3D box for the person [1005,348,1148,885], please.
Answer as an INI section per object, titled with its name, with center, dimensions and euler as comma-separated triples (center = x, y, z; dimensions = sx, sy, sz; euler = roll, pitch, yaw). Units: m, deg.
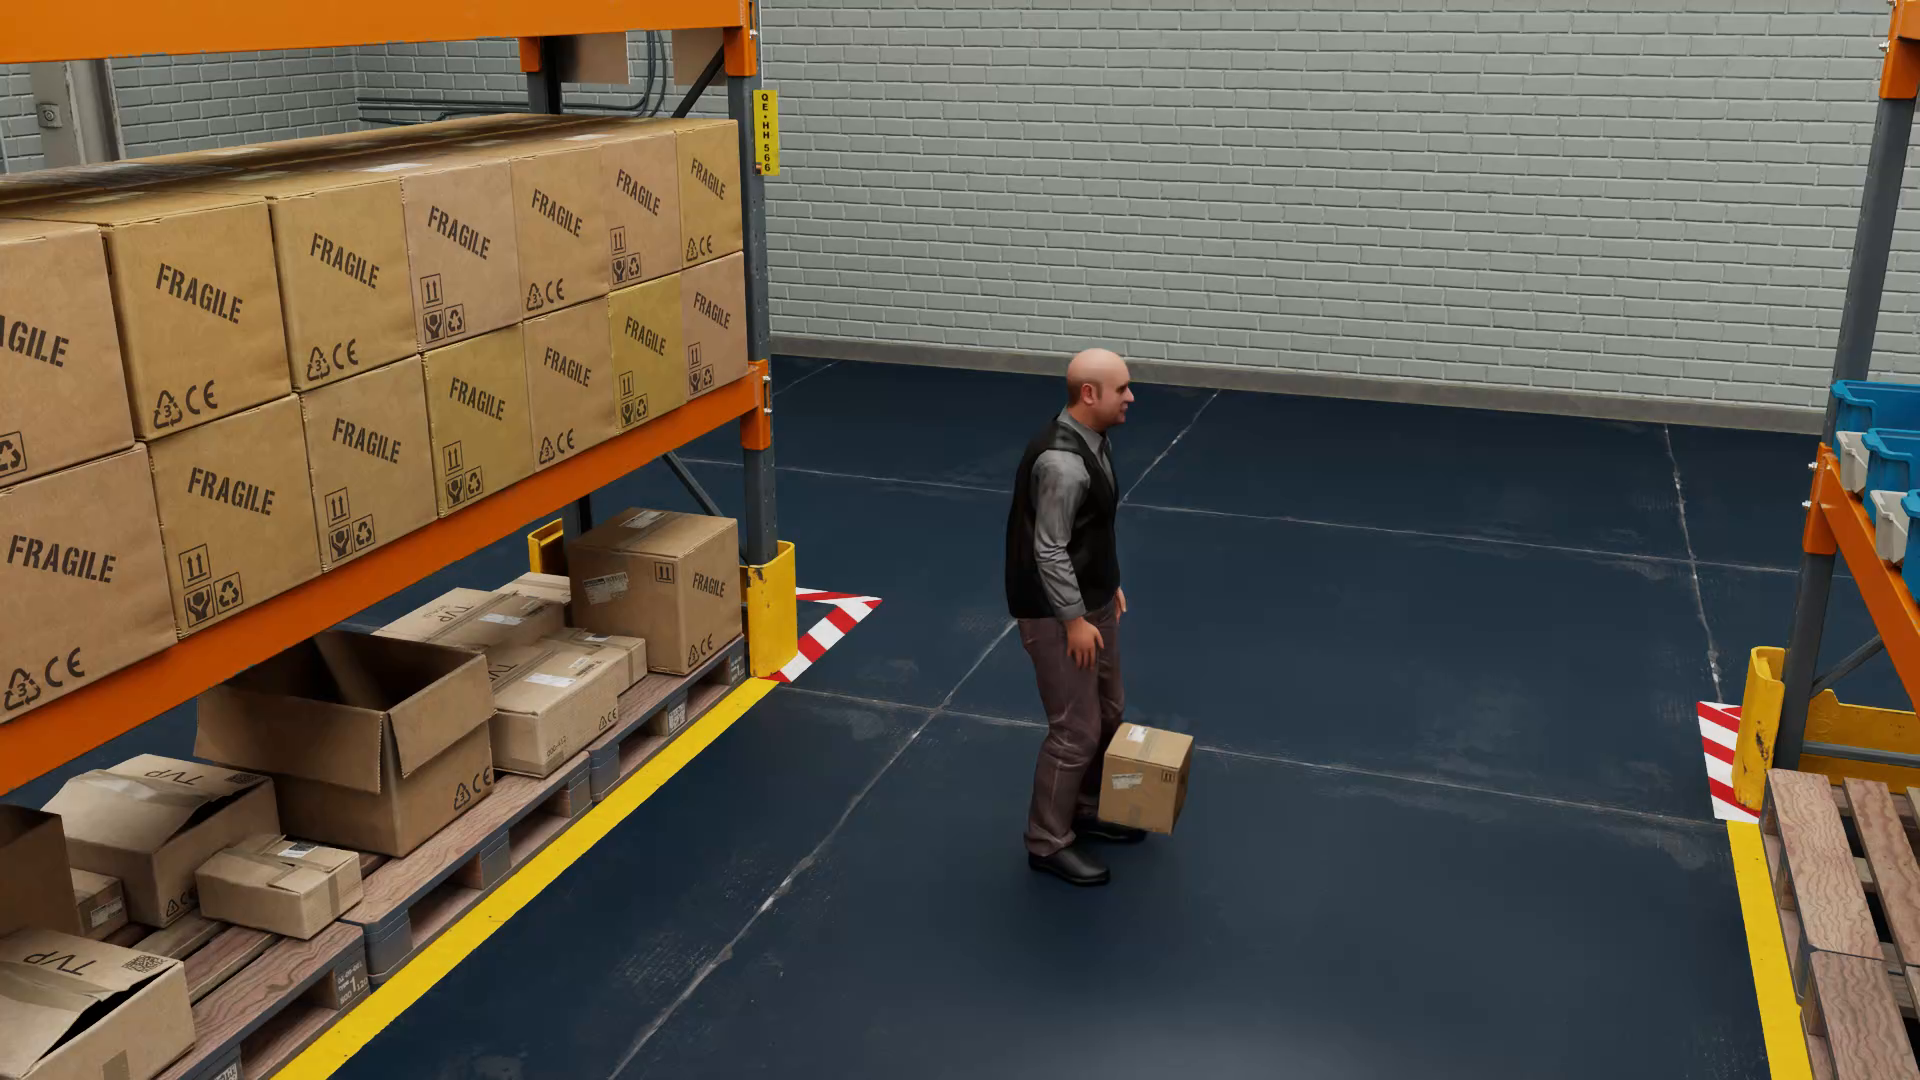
[person]
center = 0.386, 0.224, 5.427
dimensions = 0.473, 1.723, 0.566
euler = 6, 19, 17
